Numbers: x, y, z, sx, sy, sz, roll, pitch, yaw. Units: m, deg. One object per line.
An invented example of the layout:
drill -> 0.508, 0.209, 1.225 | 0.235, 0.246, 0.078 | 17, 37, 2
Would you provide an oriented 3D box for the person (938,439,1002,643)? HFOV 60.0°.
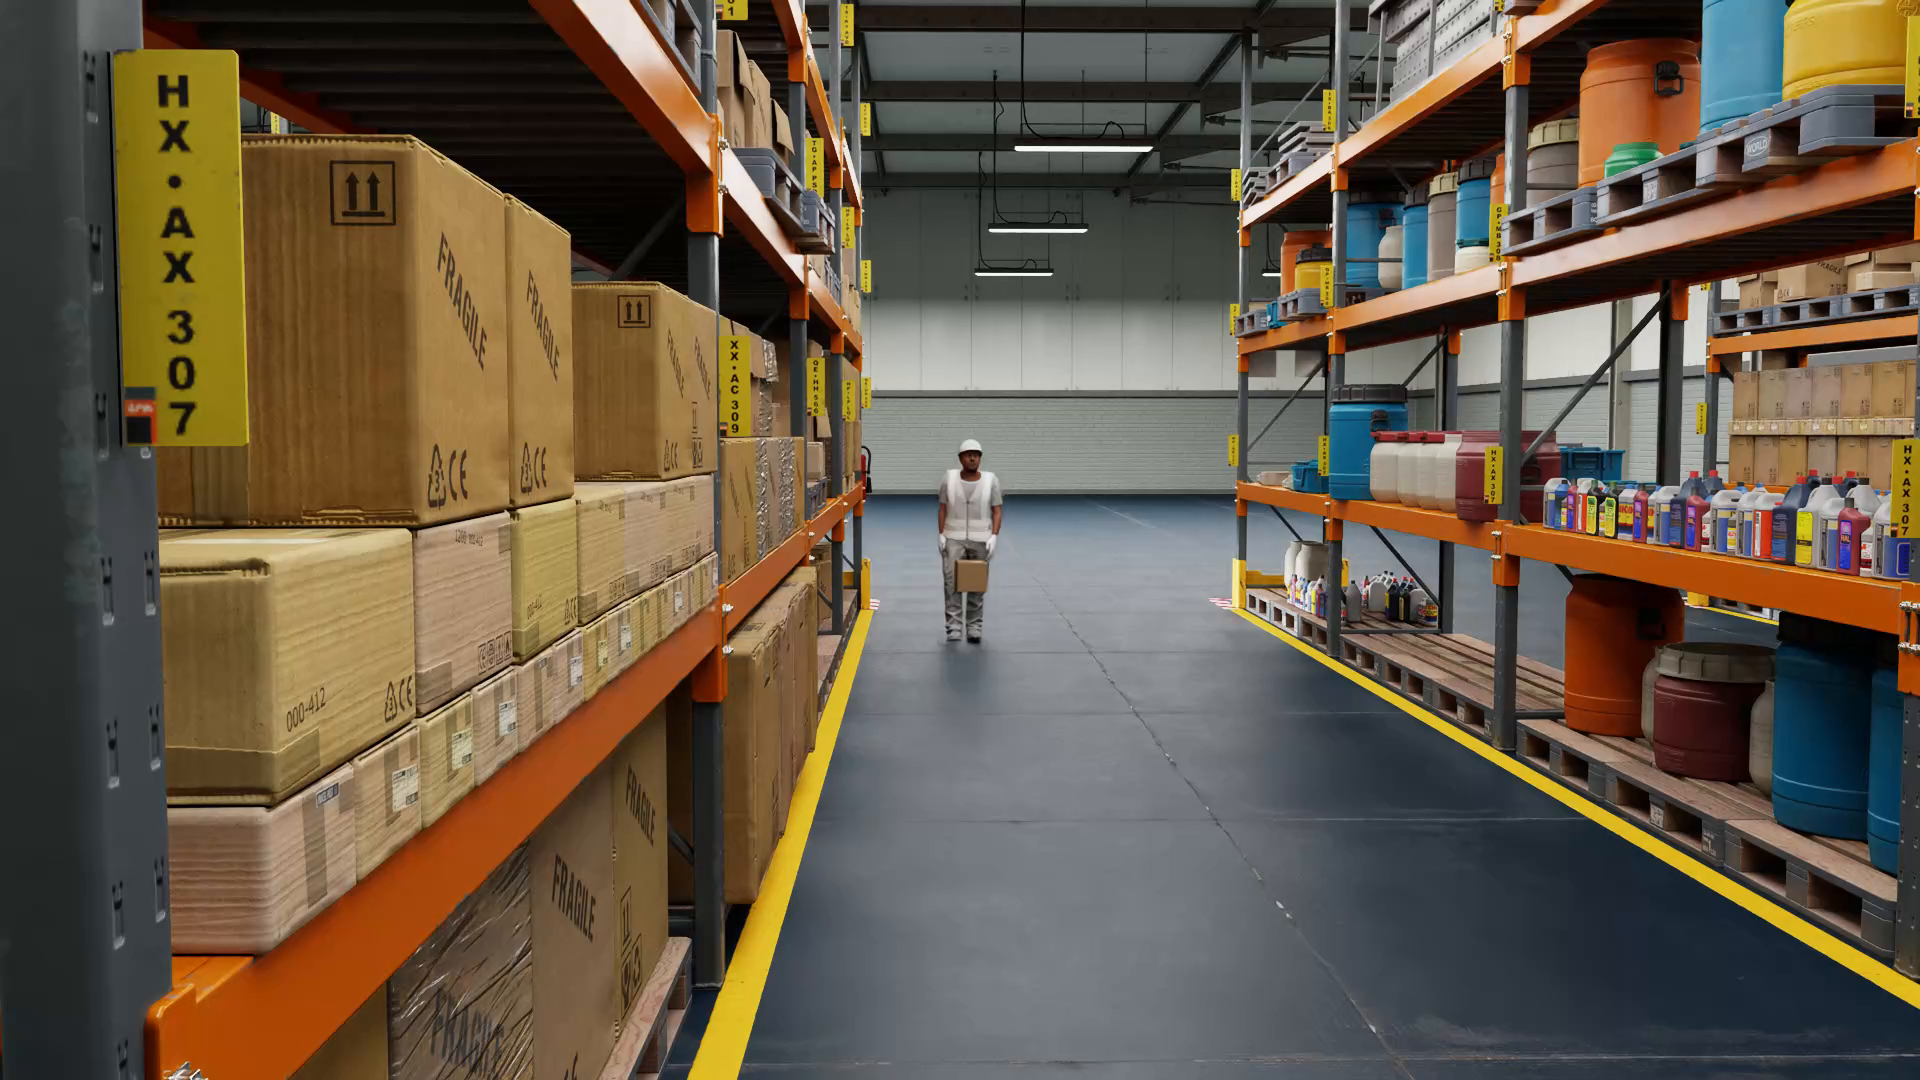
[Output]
person -> 0.092, 0.007, 14.288 | 0.553, 1.750, 0.882 | 0, 4, -2
